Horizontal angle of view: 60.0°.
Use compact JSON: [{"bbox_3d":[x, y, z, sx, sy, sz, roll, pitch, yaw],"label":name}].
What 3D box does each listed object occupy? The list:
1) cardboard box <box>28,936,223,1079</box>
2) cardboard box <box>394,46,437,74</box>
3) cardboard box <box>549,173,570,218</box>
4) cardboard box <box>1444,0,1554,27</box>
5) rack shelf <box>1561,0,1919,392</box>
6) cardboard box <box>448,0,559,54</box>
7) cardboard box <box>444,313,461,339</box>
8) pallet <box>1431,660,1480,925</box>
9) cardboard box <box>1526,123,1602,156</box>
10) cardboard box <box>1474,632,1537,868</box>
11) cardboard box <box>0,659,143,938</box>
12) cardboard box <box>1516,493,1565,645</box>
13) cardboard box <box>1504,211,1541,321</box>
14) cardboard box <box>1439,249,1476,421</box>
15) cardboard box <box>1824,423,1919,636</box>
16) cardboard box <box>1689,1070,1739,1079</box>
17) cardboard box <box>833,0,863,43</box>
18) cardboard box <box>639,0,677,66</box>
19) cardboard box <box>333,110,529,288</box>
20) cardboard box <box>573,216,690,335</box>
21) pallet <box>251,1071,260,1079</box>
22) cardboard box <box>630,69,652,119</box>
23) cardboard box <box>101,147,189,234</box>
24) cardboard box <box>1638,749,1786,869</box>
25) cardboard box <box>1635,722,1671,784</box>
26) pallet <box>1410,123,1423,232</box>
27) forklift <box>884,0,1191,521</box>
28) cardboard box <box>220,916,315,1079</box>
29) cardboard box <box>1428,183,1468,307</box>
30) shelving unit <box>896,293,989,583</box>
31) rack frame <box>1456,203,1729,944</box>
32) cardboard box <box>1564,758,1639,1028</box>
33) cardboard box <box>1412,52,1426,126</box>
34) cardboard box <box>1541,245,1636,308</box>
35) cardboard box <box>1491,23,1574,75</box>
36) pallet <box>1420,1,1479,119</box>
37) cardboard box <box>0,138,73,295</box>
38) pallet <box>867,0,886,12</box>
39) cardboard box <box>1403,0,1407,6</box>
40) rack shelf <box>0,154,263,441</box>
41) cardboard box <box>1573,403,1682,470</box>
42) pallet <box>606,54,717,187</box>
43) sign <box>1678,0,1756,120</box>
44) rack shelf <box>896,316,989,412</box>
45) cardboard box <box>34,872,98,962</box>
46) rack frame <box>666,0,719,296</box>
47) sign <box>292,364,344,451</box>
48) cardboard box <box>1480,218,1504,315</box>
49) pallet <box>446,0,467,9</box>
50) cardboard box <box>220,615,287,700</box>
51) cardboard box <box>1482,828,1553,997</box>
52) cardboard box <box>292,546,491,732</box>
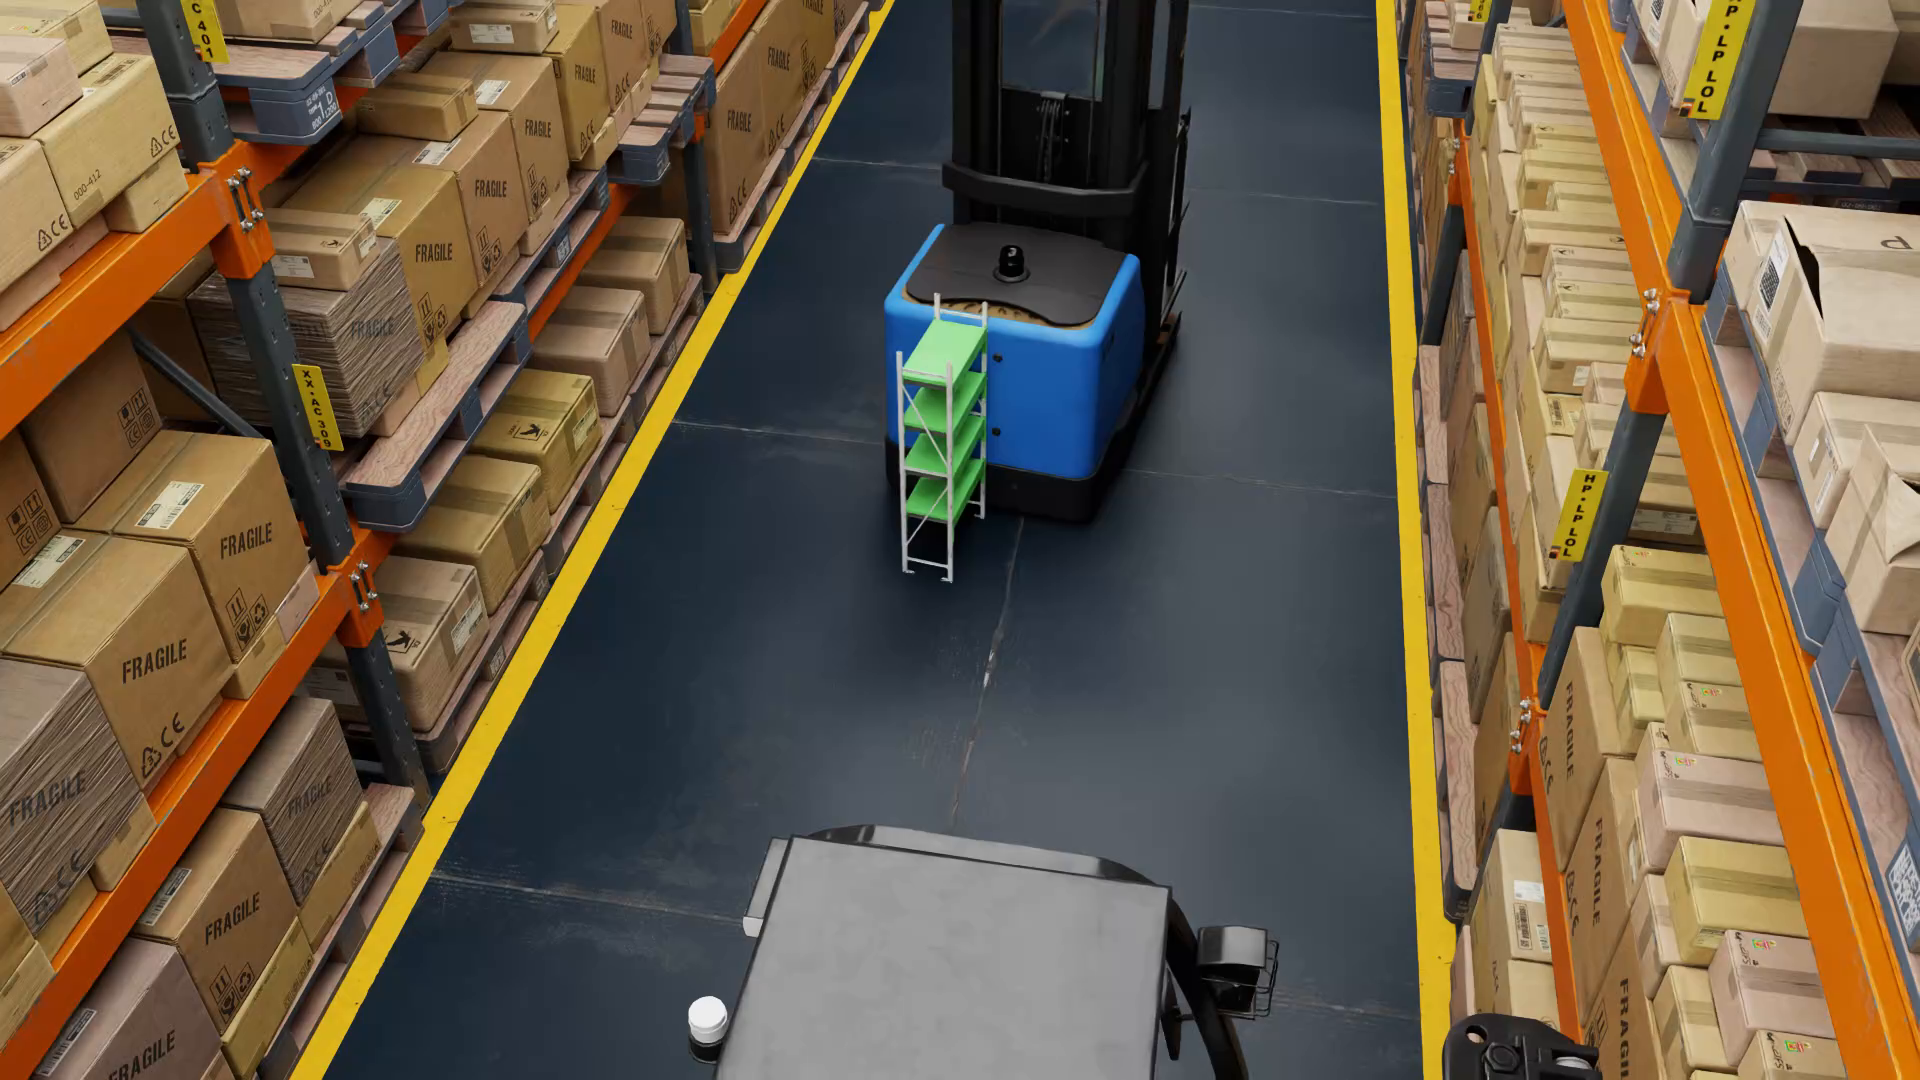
[{"bbox_3d":[-2.605,1.506,4.911,0.500,0.500,0.500,8,40,10],"label":"cardboard box"},{"bbox_3d":[-2.470,-1.737,6.952,0.500,0.500,0.500,5,40,6],"label":"cardboard box"},{"bbox_3d":[-1.916,-1.506,7.182,0.380,0.149,0.250,5,40,6],"label":"cardboard box"},{"bbox_3d":[2.852,-2.910,8.801,0.500,0.250,0.500,5,40,6],"label":"cardboard box"},{"bbox_3d":[2.642,-1.732,5.798,1.077,0.370,4.000,6,40,8],"label":"rack shelf"},{"bbox_3d":[-1.907,-2.161,6.956,0.380,0.149,0.250,5,40,6],"label":"cardboard box"},{"bbox_3d":[-2.161,-0.862,6.403,0.380,0.149,0.250,9,40,11],"label":"cardboard box"},{"bbox_3d":[2.385,1.010,6.460,1.003,0.211,1.213,6,40,8],"label":"pallet"},{"bbox_3d":[2.532,-1.571,6.806,0.380,0.149,0.250,7,40,8],"label":"cardboard box"},{"bbox_3d":[2.375,0.826,6.027,0.875,0.625,0.625,8,40,10],"label":"cardboard box"},{"bbox_3d":[-2.593,0.660,4.383,0.500,0.500,0.500,7,40,9],"label":"cardboard box"},{"bbox_3d":[2.126,0.114,5.472,0.500,0.250,0.500,7,40,9],"label":"cardboard box"},{"bbox_3d":[2.411,-1.028,6.461,0.500,0.250,0.500,7,40,8],"label":"cardboard box"},{"bbox_3d":[2.867,-0.965,8.194,0.875,0.625,0.625,8,40,9],"label":"cardboard box"},{"bbox_3d":[1.740,-0.005,2.842,0.396,0.266,0.258,6,40,7],"label":"cardboard box"},{"bbox_3d":[1.695,1.252,3.390,0.380,0.149,0.250,6,40,7],"label":"cardboard box"},{"bbox_3d":[-1.238,-4.109,11.801,0.875,0.875,0.875,8,40,9],"label":"cardboard box"},{"bbox_3d":[-1.706,-2.653,8.060,0.500,0.500,0.500,5,40,6],"label":"cardboard box"},{"bbox_3d":[-2.045,-1.344,6.477,0.500,0.500,0.500,6,40,7],"label":"cardboard box"},{"bbox_3d":[-2.009,-1.449,8.978,0.950,0.372,0.625,4,40,5],"label":"cardboard box"},{"bbox_3d":[-2.884,2.125,5.111,1.003,0.211,1.213,6,40,8],"label":"pallet"},{"bbox_3d":[-1.701,-2.148,7.958,0.380,0.149,0.250,6,40,7],"label":"cardboard box"},{"bbox_3d":[-2.347,-0.971,4.510,0.380,0.149,0.250,7,40,8],"label":"cardboard box"},{"bbox_3d":[1.811,0.651,3.884,0.380,0.149,0.250,7,40,9],"label":"cardboard box"},{"bbox_3d":[1.921,0.614,4.163,0.380,0.149,0.250,6,40,8],"label":"cardboard box"},{"bbox_3d":[3.368,-2.262,10.417,1.003,0.211,1.213,6,40,8],"label":"pallet"},{"bbox_3d":[0.581,-2.167,8.168,1.130,2.935,3.031,12,41,14],"label":"forklift"},{"bbox_3d":[-2.513,1.491,5.518,0.500,0.250,0.500,5,40,6],"label":"cardboard box"},{"bbox_3d":[2.850,-1.596,9.055,0.500,0.500,0.500,7,40,9],"label":"cardboard box"},{"bbox_3d":[-0.072,-0.443,7.441,0.258,1.200,0.503,12,41,14],"label":"shelving unit"},{"bbox_3d":[2.296,0.402,5.007,1.000,3.000,0.127,6,40,8],"label":"rack frame"},{"bbox_3d":[1.888,0.942,4.275,0.500,0.500,0.500,7,40,8],"label":"cardboard box"},{"bbox_3d":[3.202,-2.891,10.621,0.500,0.500,0.500,5,40,6],"label":"cardboard box"},{"bbox_3d":[2.328,-0.931,6.031,0.380,0.149,0.250,7,40,8],"label":"cardboard box"},{"bbox_3d":[2.643,-2.230,7.602,0.380,0.149,0.250,8,40,9],"label":"cardboard box"},{"bbox_3d":[3.036,-2.468,8.628,1.213,0.211,1.003,6,40,8],"label":"pallet"},{"bbox_3d":[-2.491,-0.732,3.909,0.500,0.250,0.500,6,40,7],"label":"cardboard box"},{"bbox_3d":[-1.000,-4.558,13.194,1.003,0.211,1.213,6,40,8],"label":"pallet"},{"bbox_3d":[3.488,-4.064,12.316,0.380,0.149,0.250,5,40,6],"label":"cardboard box"},{"bbox_3d":[-2.940,0.233,3.421,1.077,0.370,4.000,6,40,8],"label":"rack shelf"},{"bbox_3d":[2.163,-0.290,5.256,0.380,0.149,0.250,6,40,7],"label":"cardboard box"},{"bbox_3d":[-1.920,-2.121,8.208,1.213,0.211,1.003,6,40,8],"label":"pallet"},{"bbox_3d":[1.760,-1.129,3.851,0.100,0.325,0.005,6,40,8],"label":"sign"},{"bbox_3d":[-0.072,-0.763,7.176,0.258,0.148,0.480,12,41,14],"label":"rack shelf"},{"bbox_3d":[-2.595,0.984,4.500,0.380,0.149,0.250,6,40,7],"label":"cardboard box"},{"bbox_3d":[-1.901,-2.654,8.702,1.000,3.000,0.127,6,40,8],"label":"rack frame"},{"bbox_3d":[-2.058,-0.422,5.324,0.100,0.325,0.005,6,40,8],"label":"sign"},{"bbox_3d":[2.497,-1.160,7.014,0.500,0.250,0.500,5,40,6],"label":"cardboard box"},{"bbox_3d":[-2.205,-2.254,6.012,1.213,0.211,1.003,6,40,8],"label":"pallet"},{"bbox_3d":[-2.385,0.346,5.271,0.380,0.149,0.250,7,40,9],"label":"cardboard box"},{"bbox_3d":[1.903,1.183,5.105,0.500,0.250,0.500,6,40,7],"label":"cardboard box"},{"bbox_3d":[-2.505,0.378,6.768,0.950,0.372,0.625,7,40,8],"label":"cardboard box"}]
